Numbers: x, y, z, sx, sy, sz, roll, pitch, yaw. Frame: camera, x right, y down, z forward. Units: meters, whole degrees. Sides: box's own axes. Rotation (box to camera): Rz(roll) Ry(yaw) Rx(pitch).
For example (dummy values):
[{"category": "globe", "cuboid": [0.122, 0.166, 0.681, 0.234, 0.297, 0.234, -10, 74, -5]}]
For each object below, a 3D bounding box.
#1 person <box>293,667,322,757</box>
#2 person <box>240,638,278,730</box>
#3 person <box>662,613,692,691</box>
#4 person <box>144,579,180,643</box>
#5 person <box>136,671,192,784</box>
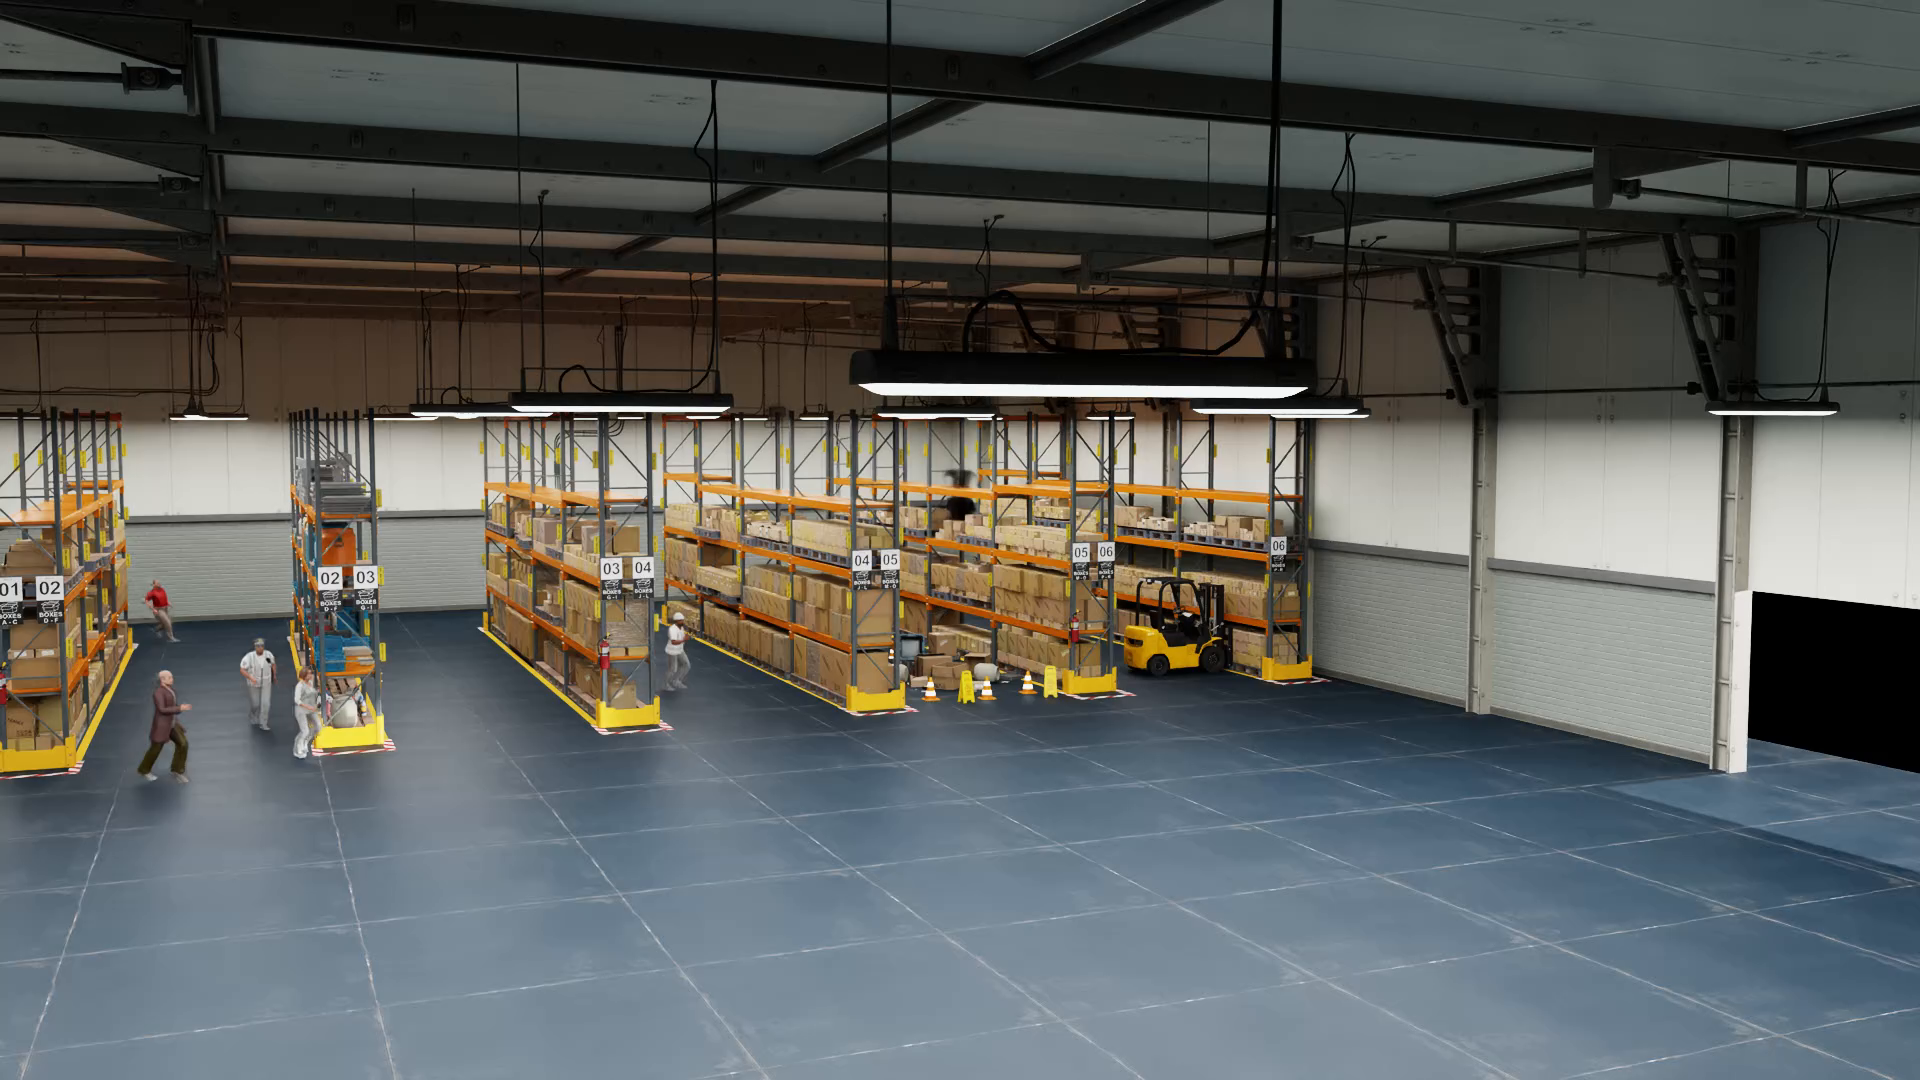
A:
[{"category": "person", "cuboid": [-11.206, 2.949, 28.490, 0.559, 1.551, 0.564, 1, 4, 20]}, {"category": "person", "cuboid": [-13.186, 2.679, 31.245, 0.660, 1.733, 0.819, -3, 5, -32]}, {"category": "person", "cuboid": [-6.042, 2.394, 35.366, 0.870, 1.713, 0.653, 2, 4, 23]}, {"category": "person", "cuboid": [-20.862, 1.853, 43.352, 0.812, 1.673, 0.717, 1, 4, 12]}, {"category": "person", "cuboid": [-12.621, 2.988, 26.375, 0.932, 1.847, 0.655, 0, 4, 4]}]
